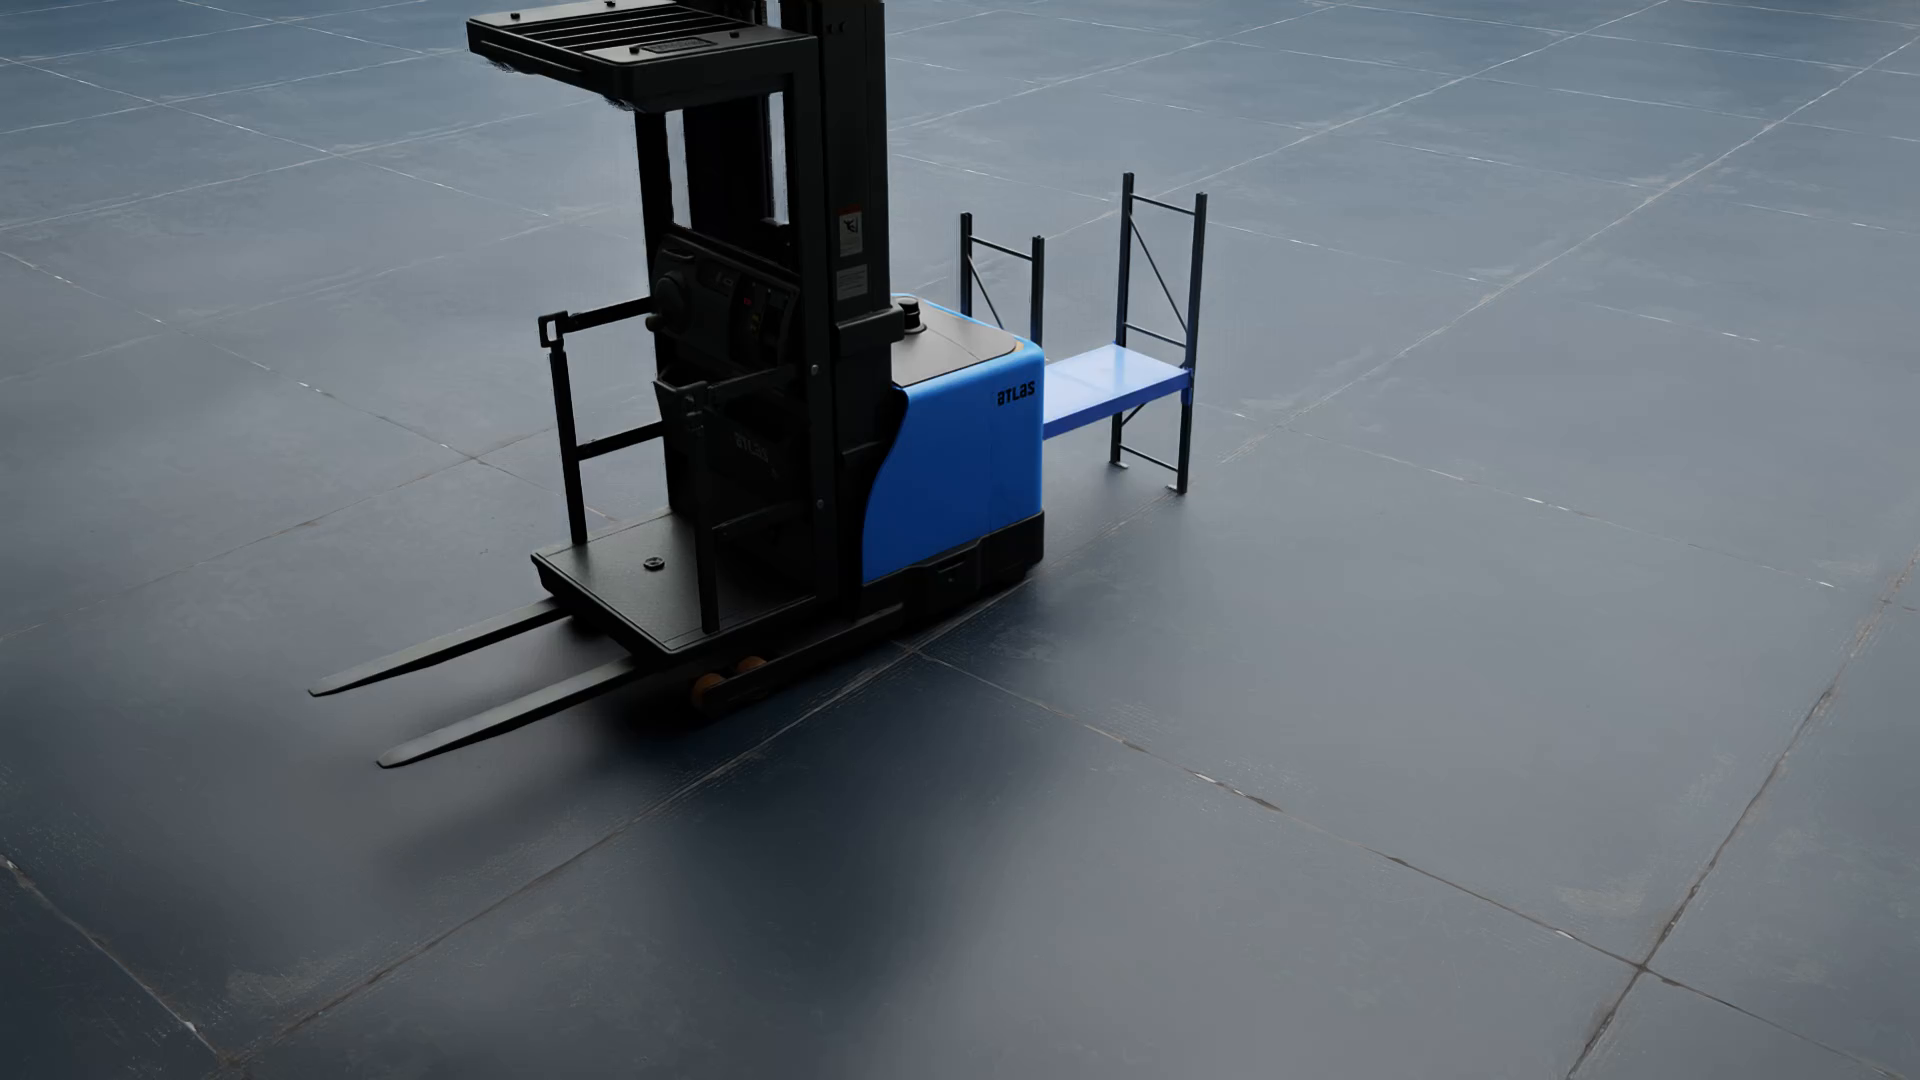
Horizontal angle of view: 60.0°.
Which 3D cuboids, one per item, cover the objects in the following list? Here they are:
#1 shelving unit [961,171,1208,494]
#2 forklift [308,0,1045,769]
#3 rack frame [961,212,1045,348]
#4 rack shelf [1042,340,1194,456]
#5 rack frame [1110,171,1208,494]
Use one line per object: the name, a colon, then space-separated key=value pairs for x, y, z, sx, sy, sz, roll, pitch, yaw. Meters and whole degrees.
shelving unit: x=0.561 y=-0.829 z=7.721 sx=1.048 sy=1.500 sz=0.538 roll=-22 pitch=34 yaw=-36
forklift: x=-1.069 y=-0.888 z=6.277 sx=3.031 sy=2.935 sz=1.130 roll=-22 pitch=34 yaw=-36
rack frame: x=0.178 y=-0.676 z=7.424 sx=0.032 sy=1.500 sz=0.500 roll=-22 pitch=34 yaw=-36
rack shelf: x=0.561 y=-0.670 z=7.804 sx=1.000 sy=0.185 sz=0.538 roll=-22 pitch=34 yaw=-36
rack frame: x=0.944 y=-0.983 z=8.018 sx=0.032 sy=1.500 sz=0.500 roll=-22 pitch=34 yaw=-36
